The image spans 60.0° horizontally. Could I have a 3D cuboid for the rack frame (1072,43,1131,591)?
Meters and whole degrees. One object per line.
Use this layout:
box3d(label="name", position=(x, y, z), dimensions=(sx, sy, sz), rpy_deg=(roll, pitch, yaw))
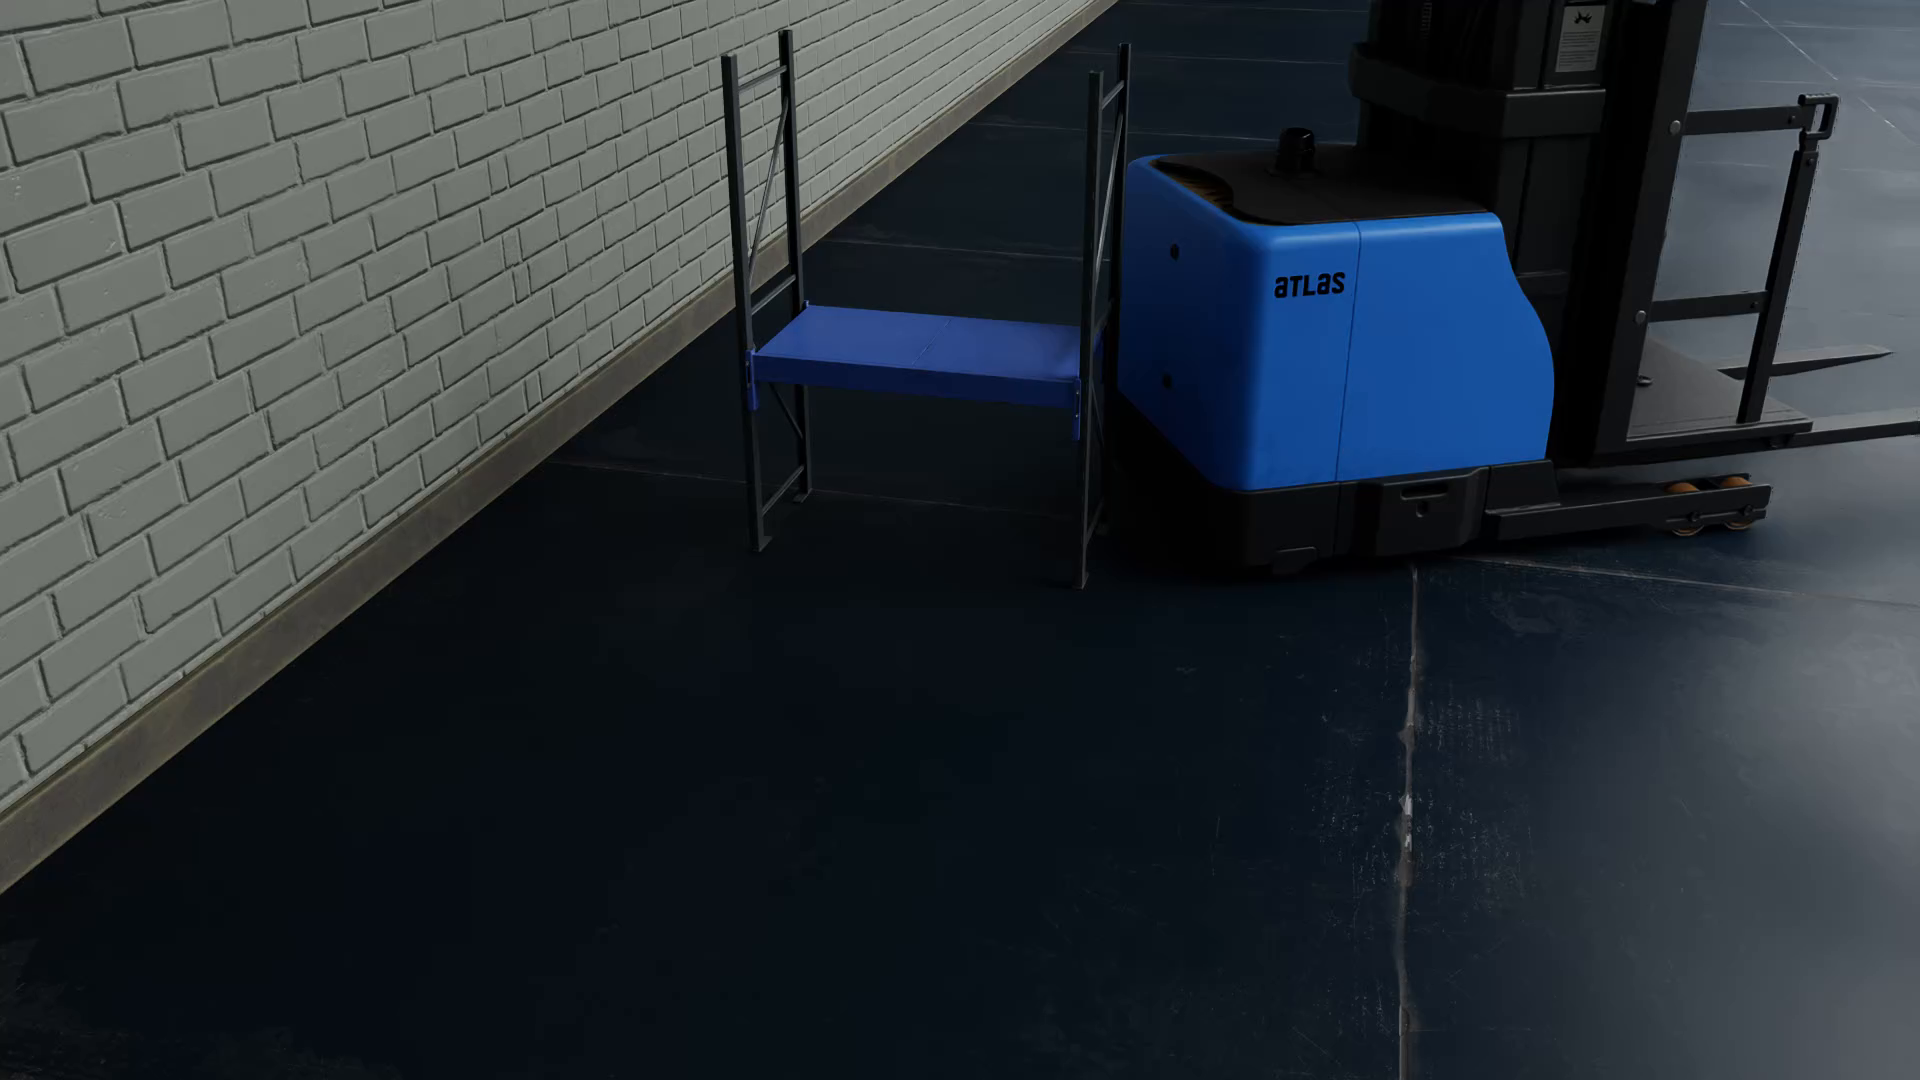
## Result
box3d(label="rack frame", position=(0.410, -0.632, 4.832), dimensions=(0.032, 1.500, 0.500), rpy_deg=(6, 26, 13))

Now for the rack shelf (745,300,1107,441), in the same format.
box3d(label="rack shelf", position=(-0.083, -0.524, 5.024), dimensions=(1.000, 0.185, 0.538), rpy_deg=(6, 26, 13))

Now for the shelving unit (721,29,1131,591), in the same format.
box3d(label="shelving unit", position=(-0.083, -0.686, 4.947), dimensions=(1.048, 1.500, 0.538), rpy_deg=(6, 26, 13))

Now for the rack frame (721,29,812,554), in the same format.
box3d(label="rack frame", position=(-0.575, -0.741, 5.061), dimensions=(0.032, 1.500, 0.500), rpy_deg=(6, 26, 13))

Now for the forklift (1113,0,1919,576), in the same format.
box3d(label="forklift", position=(2.083, -1.548, 5.091), dimensions=(3.031, 2.935, 1.130), rpy_deg=(-6, 26, -13))
